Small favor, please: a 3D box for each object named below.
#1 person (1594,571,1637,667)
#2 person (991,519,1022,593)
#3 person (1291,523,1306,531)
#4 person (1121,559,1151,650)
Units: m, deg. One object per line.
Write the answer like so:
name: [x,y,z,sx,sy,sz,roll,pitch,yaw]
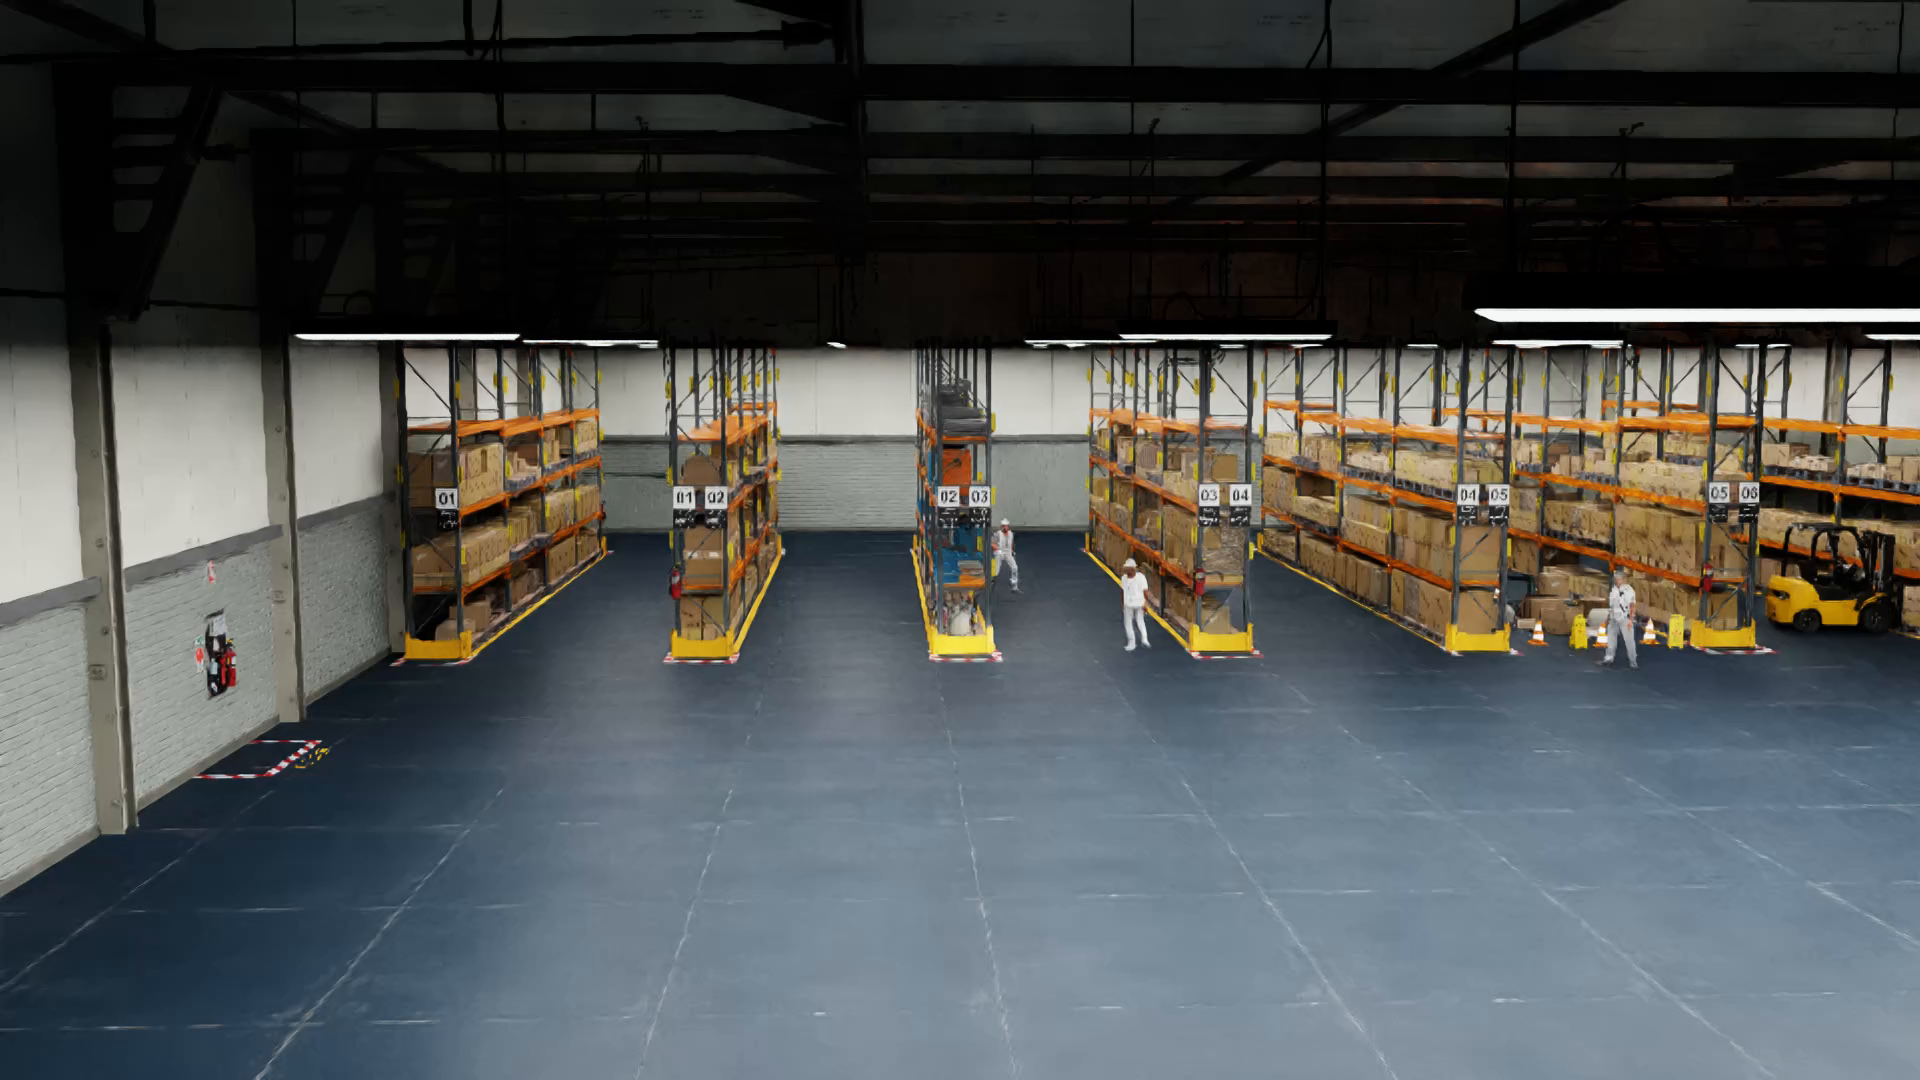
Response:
person: [11.978,1.424,30.229,0.636,1.742,0.674,-3,7,-24]
person: [1.009,0.357,38.341,0.677,1.721,0.856,-2,7,-19]
person: [10.507,-1.029,51.863,0.620,1.761,0.592,-5,8,-36]
person: [3.376,1.210,32.012,0.603,1.716,0.569,4,8,33]
